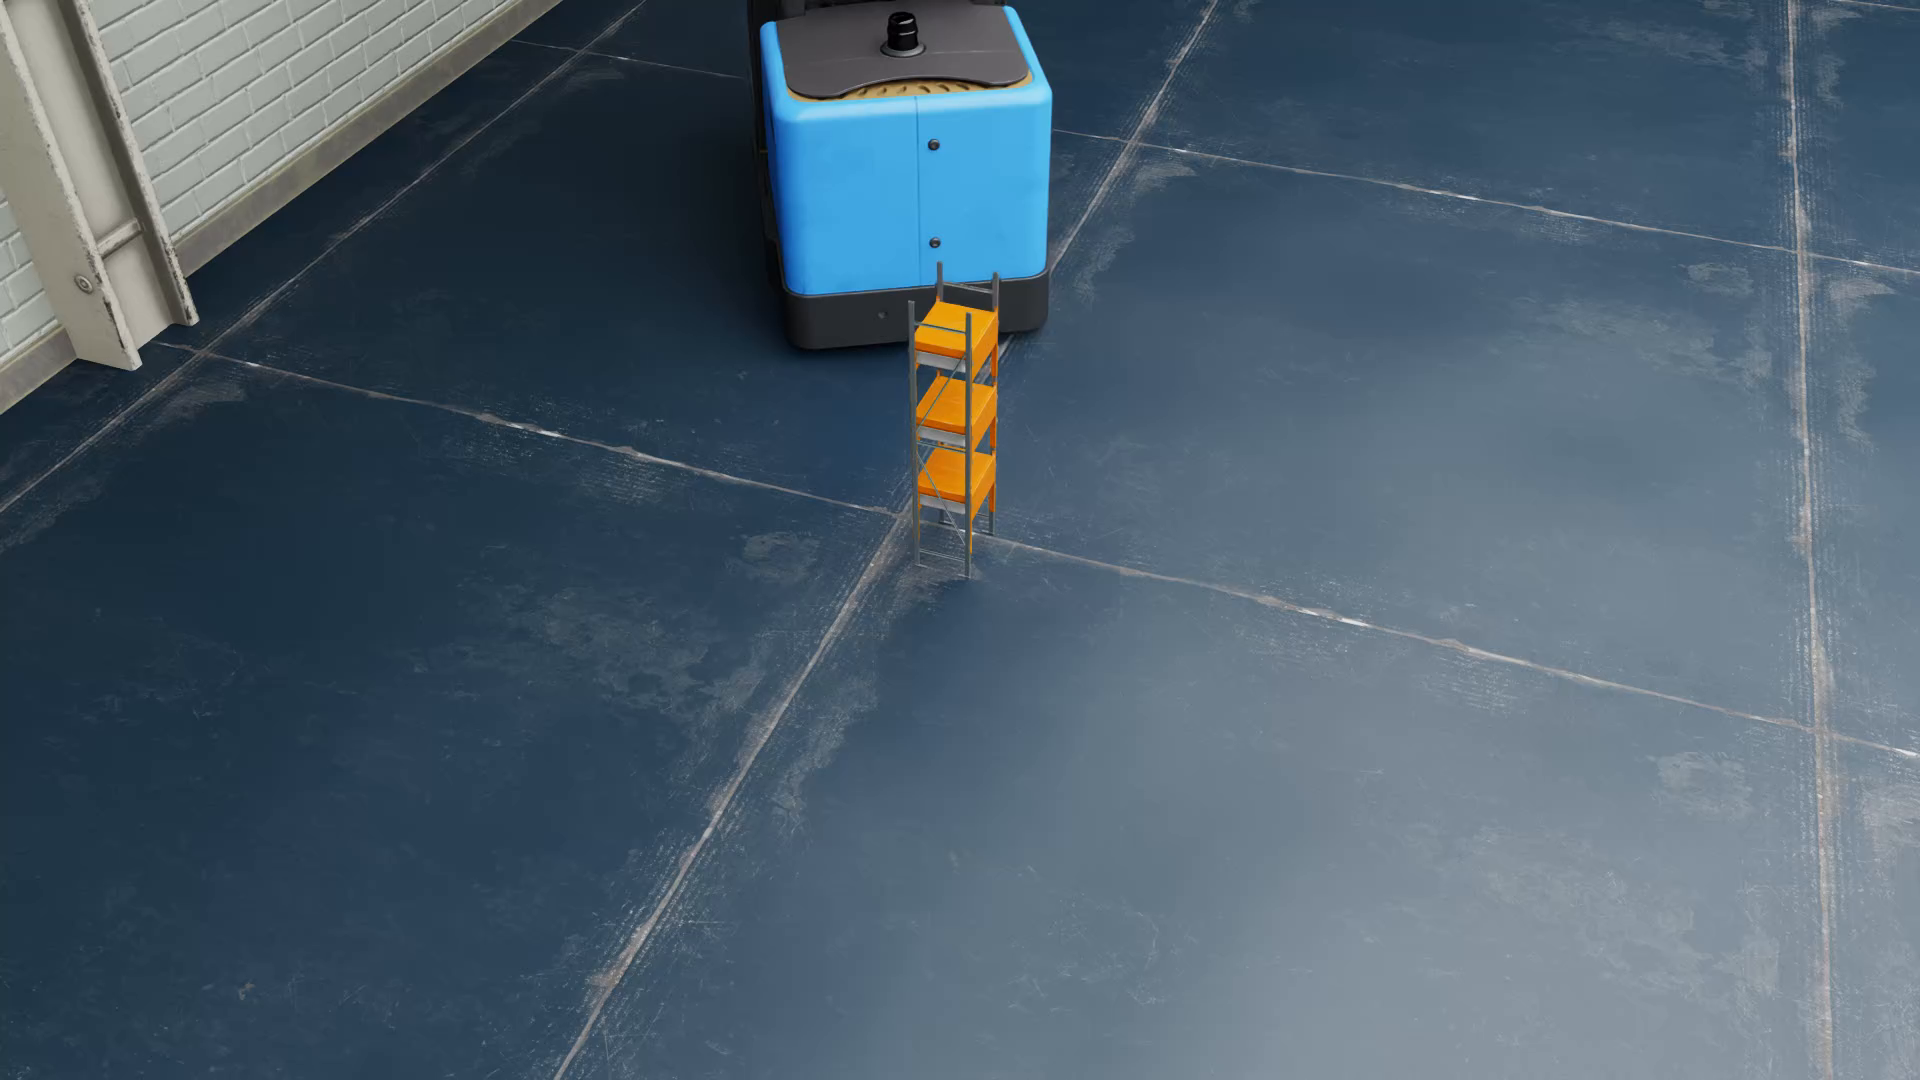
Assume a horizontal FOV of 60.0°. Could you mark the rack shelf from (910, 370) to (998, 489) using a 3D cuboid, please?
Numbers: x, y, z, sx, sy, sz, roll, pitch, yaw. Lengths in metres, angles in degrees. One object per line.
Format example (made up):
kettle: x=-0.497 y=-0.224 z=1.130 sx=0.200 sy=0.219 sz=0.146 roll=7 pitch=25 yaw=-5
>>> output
rack shelf: x=-0.018 y=-0.359 z=5.378 sx=0.215 sy=0.259 sz=0.240 roll=13 pitch=42 yaw=15

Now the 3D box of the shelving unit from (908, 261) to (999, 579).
shelving unit: x=-0.018 y=-0.367 z=5.371 sx=0.215 sy=1.050 sz=0.252 roll=13 pitch=42 yaw=15

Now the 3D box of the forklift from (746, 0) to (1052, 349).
forklift: x=-0.388 y=-2.820 z=6.797 sx=1.130 sy=2.935 sz=3.031 roll=-6 pitch=41 yaw=-7

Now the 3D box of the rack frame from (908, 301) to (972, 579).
rack frame: x=-0.060 y=-0.292 z=5.284 sx=0.200 sy=1.050 sz=0.008 roll=13 pitch=42 yaw=15

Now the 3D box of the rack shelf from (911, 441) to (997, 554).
rack shelf: x=-0.018 y=-0.147 z=5.558 sx=0.215 sy=0.259 sz=0.240 roll=13 pitch=42 yaw=15

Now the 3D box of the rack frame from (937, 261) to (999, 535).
rack frame: x=0.023 y=-0.441 z=5.458 sx=0.200 sy=1.050 sz=0.008 roll=13 pitch=42 yaw=15

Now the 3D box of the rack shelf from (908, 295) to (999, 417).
rack shelf: x=-0.018 y=-0.575 z=5.194 sx=0.215 sy=0.259 sz=0.240 roll=13 pitch=42 yaw=15

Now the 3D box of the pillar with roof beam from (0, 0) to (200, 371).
pillar with roof beam: x=0.723 y=-3.286 z=2.668 sx=9.100 sy=9.000 sz=0.400 roll=13 pitch=42 yaw=15
